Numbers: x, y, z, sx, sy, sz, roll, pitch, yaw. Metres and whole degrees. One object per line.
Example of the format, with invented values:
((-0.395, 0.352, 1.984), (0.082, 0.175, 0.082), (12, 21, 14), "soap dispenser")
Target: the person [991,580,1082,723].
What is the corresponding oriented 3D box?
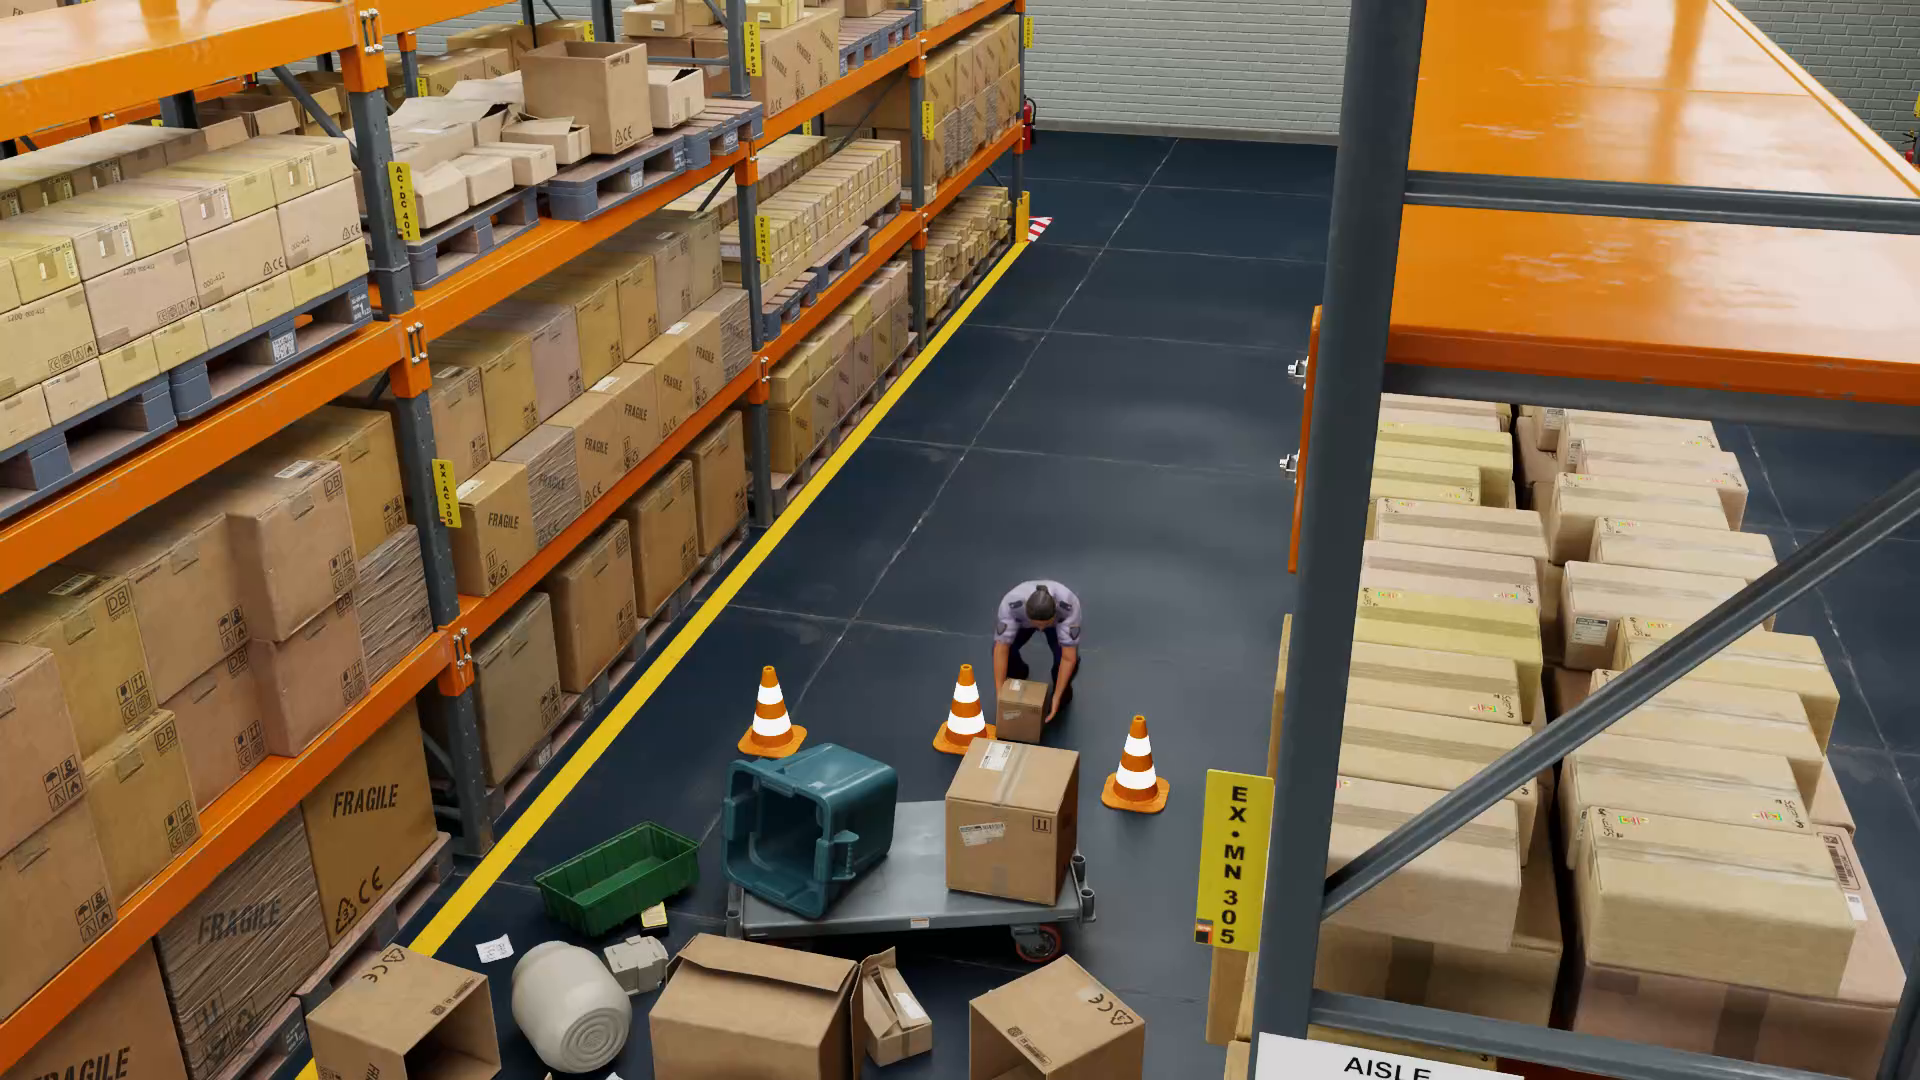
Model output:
((0.450, 0.542, 9.490), (0.509, 0.871, 0.831), (5, 26, 10), "person")
